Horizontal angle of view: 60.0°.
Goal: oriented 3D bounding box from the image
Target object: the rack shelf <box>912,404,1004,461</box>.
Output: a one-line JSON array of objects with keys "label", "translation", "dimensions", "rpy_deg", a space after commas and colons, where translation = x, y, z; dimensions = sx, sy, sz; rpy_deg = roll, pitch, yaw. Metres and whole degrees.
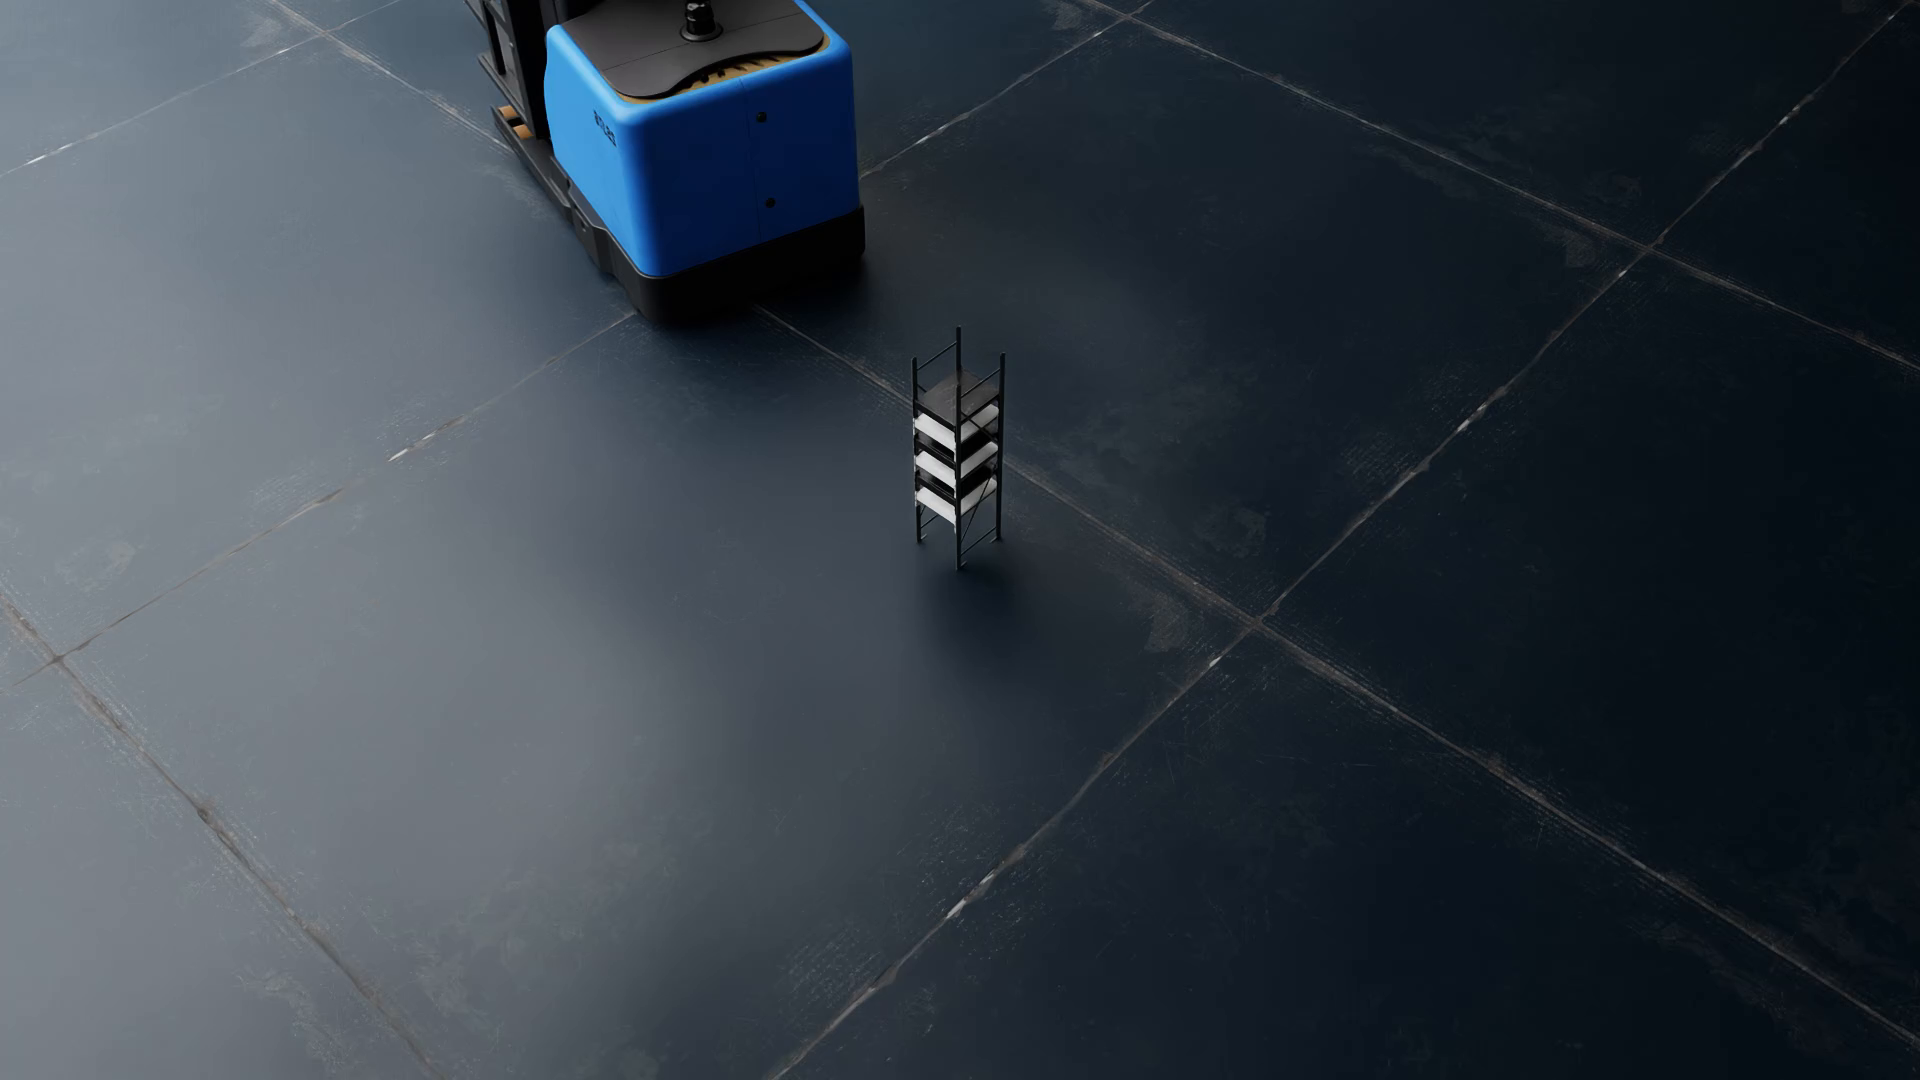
[{"label": "rack shelf", "translation": [-0.006, -0.412, 5.819], "dimensions": [0.200, 0.077, 0.258], "rpy_deg": [34, 55, 28]}]

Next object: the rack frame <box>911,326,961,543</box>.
[{"label": "rack frame", "translation": [-0.081, -0.362, 5.973], "dimensions": [0.006, 0.900, 0.240], "rpy_deg": [34, 55, 28]}]

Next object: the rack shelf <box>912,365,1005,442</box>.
[{"label": "rack shelf", "translation": [-0.006, -0.474, 5.753], "dimensions": [0.200, 0.077, 0.258], "rpy_deg": [34, 55, 28]}]

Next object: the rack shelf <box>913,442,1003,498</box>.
[{"label": "rack shelf", "translation": [-0.006, -0.289, 5.950], "dimensions": [0.200, 0.077, 0.258], "rpy_deg": [34, 55, 28]}]

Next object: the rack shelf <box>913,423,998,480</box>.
[{"label": "rack shelf", "translation": [-0.006, -0.351, 5.884], "dimensions": [0.200, 0.077, 0.258], "rpy_deg": [34, 55, 28]}]

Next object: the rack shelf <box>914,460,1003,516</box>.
[{"label": "rack shelf", "translation": [-0.006, -0.228, 6.016], "dimensions": [0.200, 0.077, 0.258], "rpy_deg": [34, 55, 28]}]

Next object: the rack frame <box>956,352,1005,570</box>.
[{"label": "rack frame", "translation": [0.069, -0.262, 5.879], "dimensions": [0.006, 0.900, 0.240], "rpy_deg": [34, 55, 28]}]

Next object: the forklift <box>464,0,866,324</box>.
[{"label": "forklift", "translation": [-1.601, -2.979, 7.036], "dimensions": [1.130, 2.935, 3.031], "rpy_deg": [-23, 51, -20]}]

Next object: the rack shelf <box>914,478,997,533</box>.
[{"label": "rack shelf", "translation": [-0.006, -0.166, 6.081], "dimensions": [0.200, 0.077, 0.258], "rpy_deg": [34, 55, 28]}]

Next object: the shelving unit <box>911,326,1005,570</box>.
[{"label": "shelving unit", "translation": [-0.006, -0.312, 5.926], "dimensions": [0.210, 0.900, 0.258], "rpy_deg": [34, 55, 28]}]
